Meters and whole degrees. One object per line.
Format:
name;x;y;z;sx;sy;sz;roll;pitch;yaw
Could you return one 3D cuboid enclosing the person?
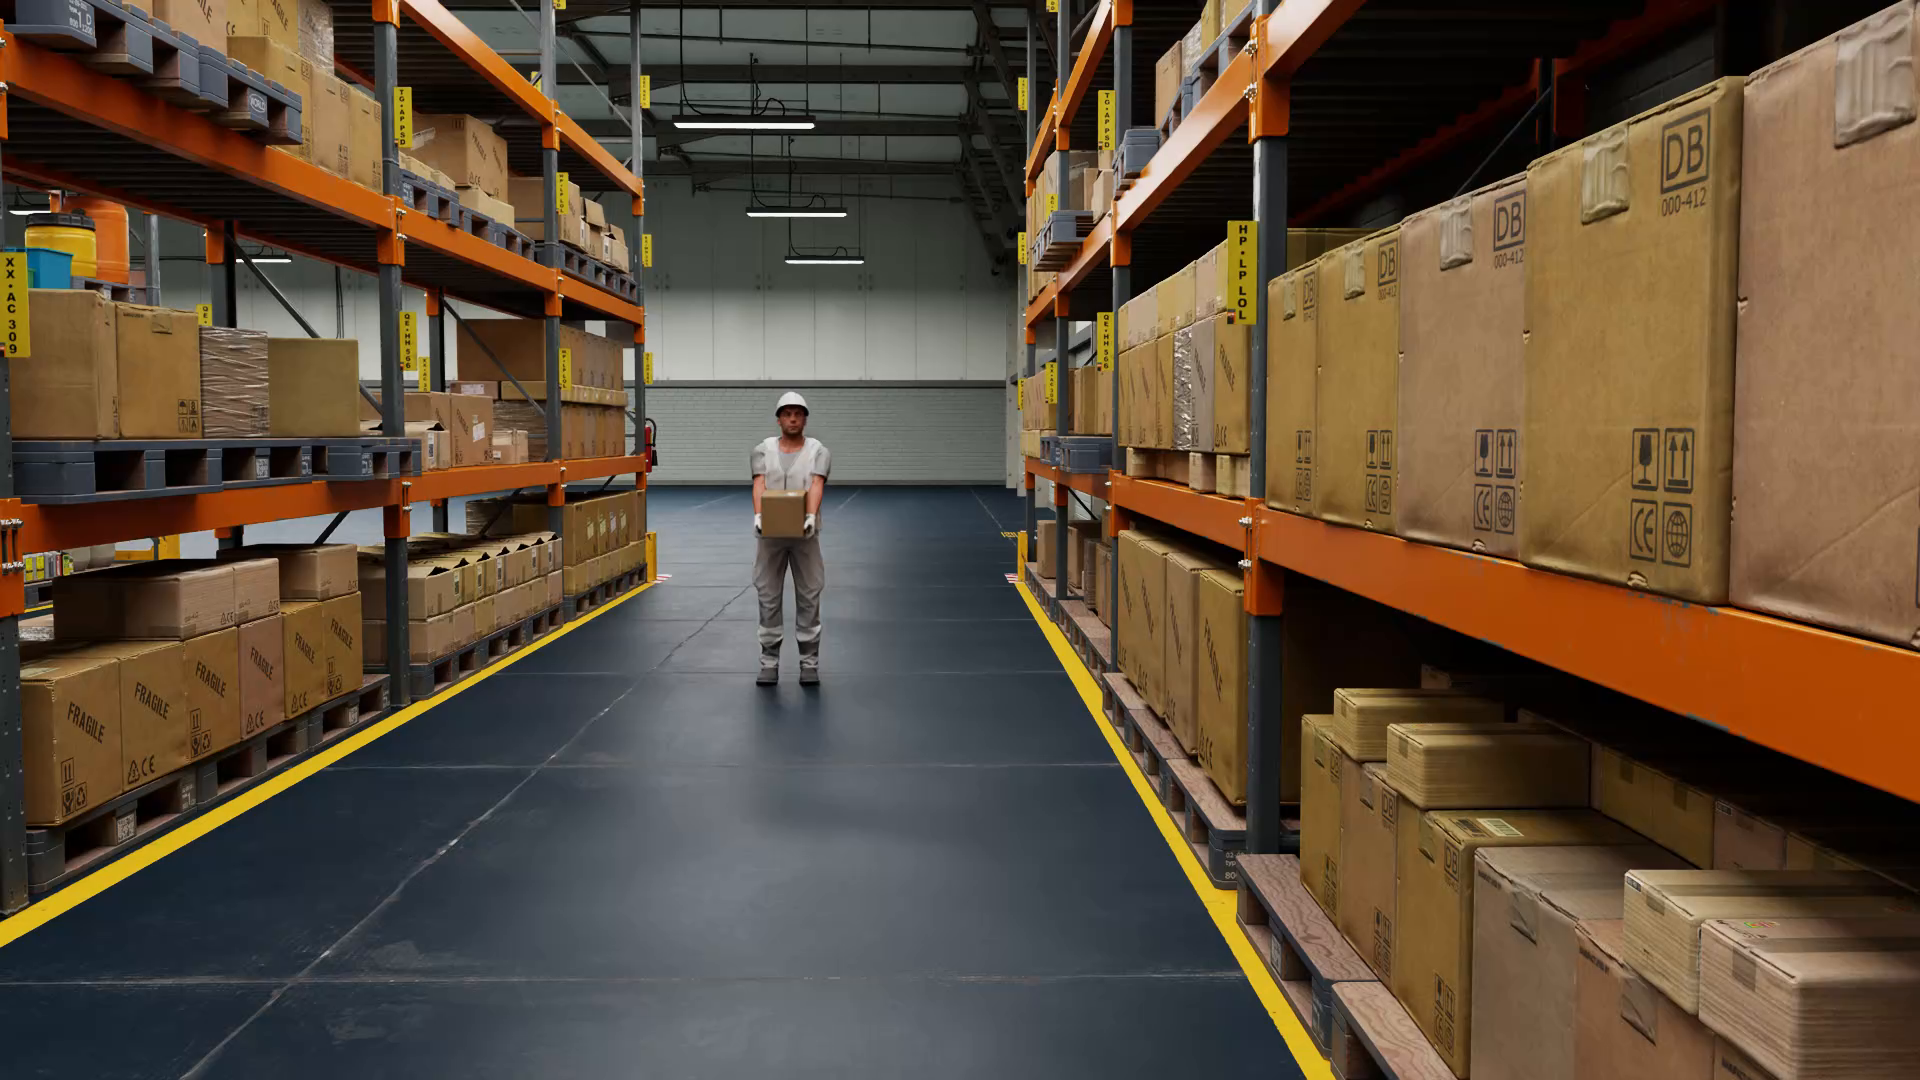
person;-1.038;-0.008;10.123;0.494;1.784;0.564;0;4;-1
